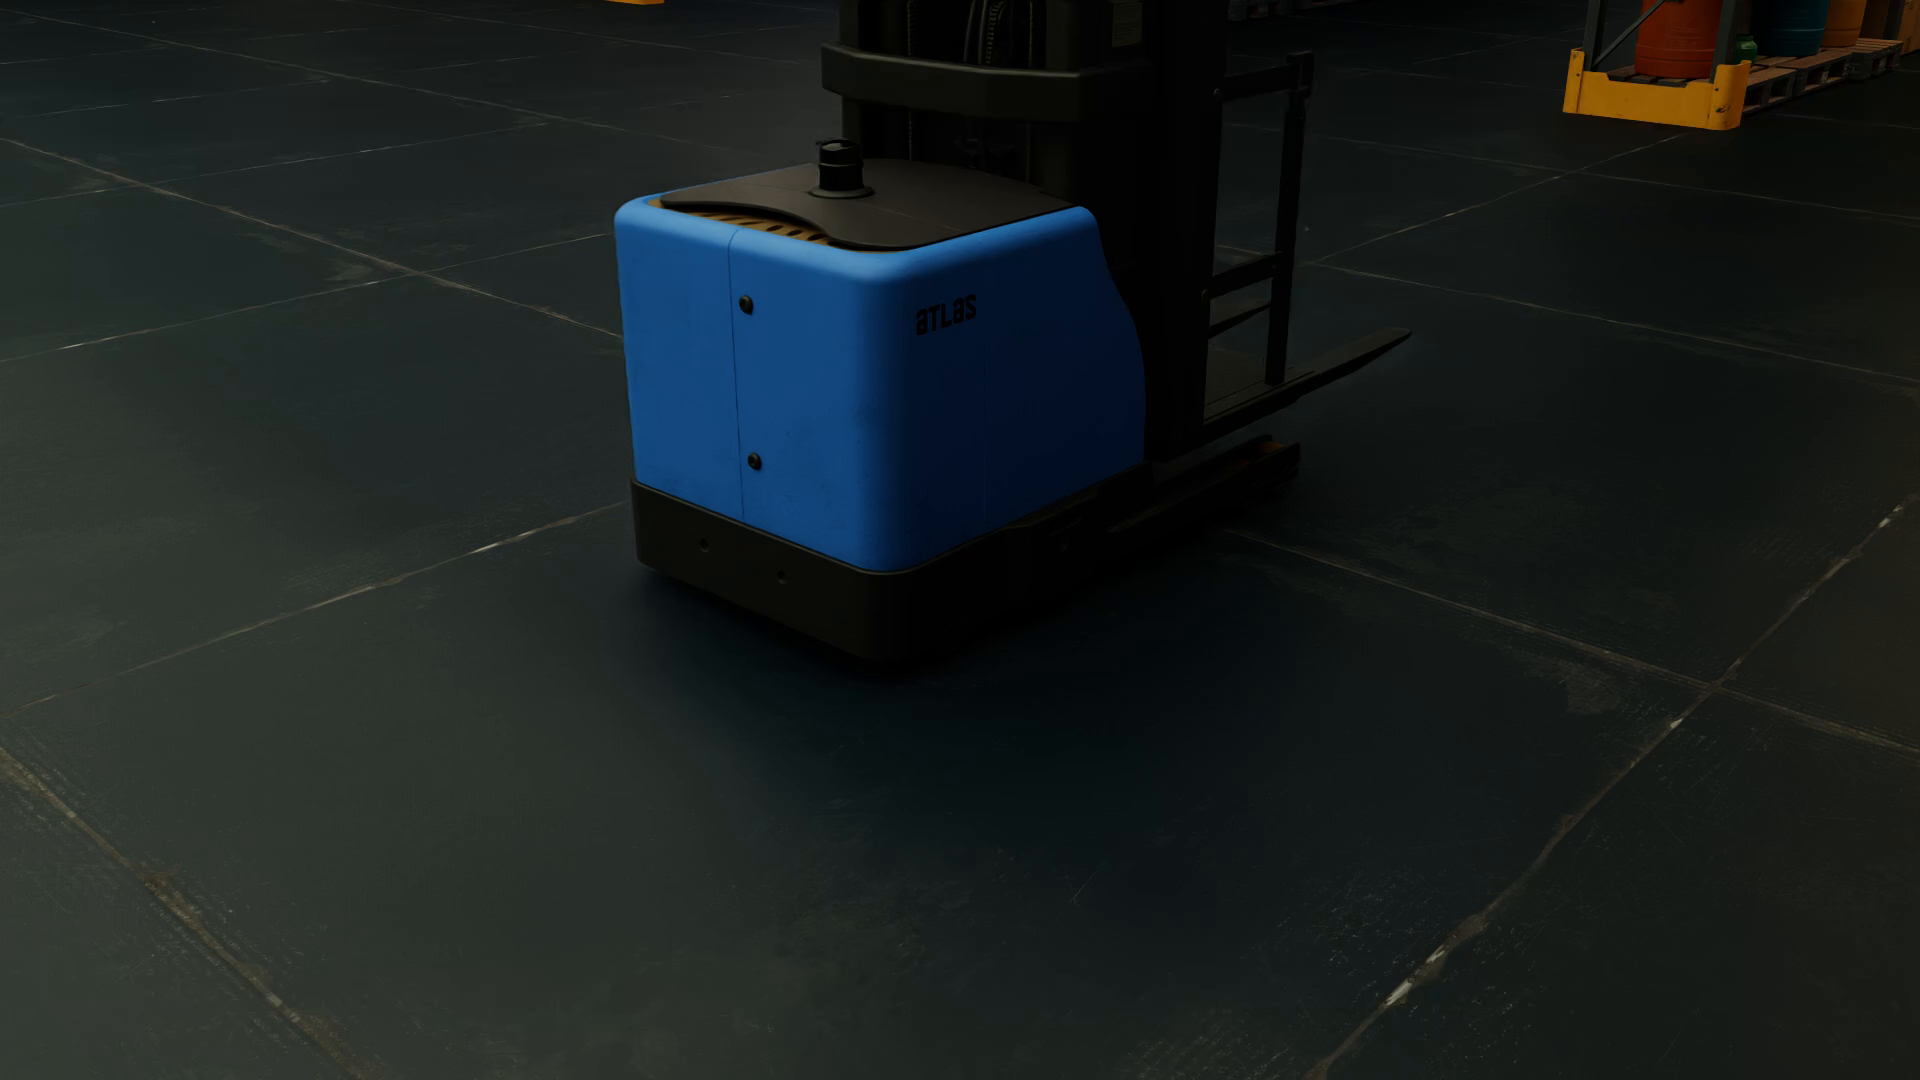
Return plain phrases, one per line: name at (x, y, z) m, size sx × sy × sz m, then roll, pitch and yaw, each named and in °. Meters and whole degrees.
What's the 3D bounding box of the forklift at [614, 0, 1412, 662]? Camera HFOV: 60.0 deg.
forklift at (0.436, -1.552, 4.866) m, size 1.130 × 2.935 × 3.031 m, roll 20°, pitch 30°, yaw 37°
